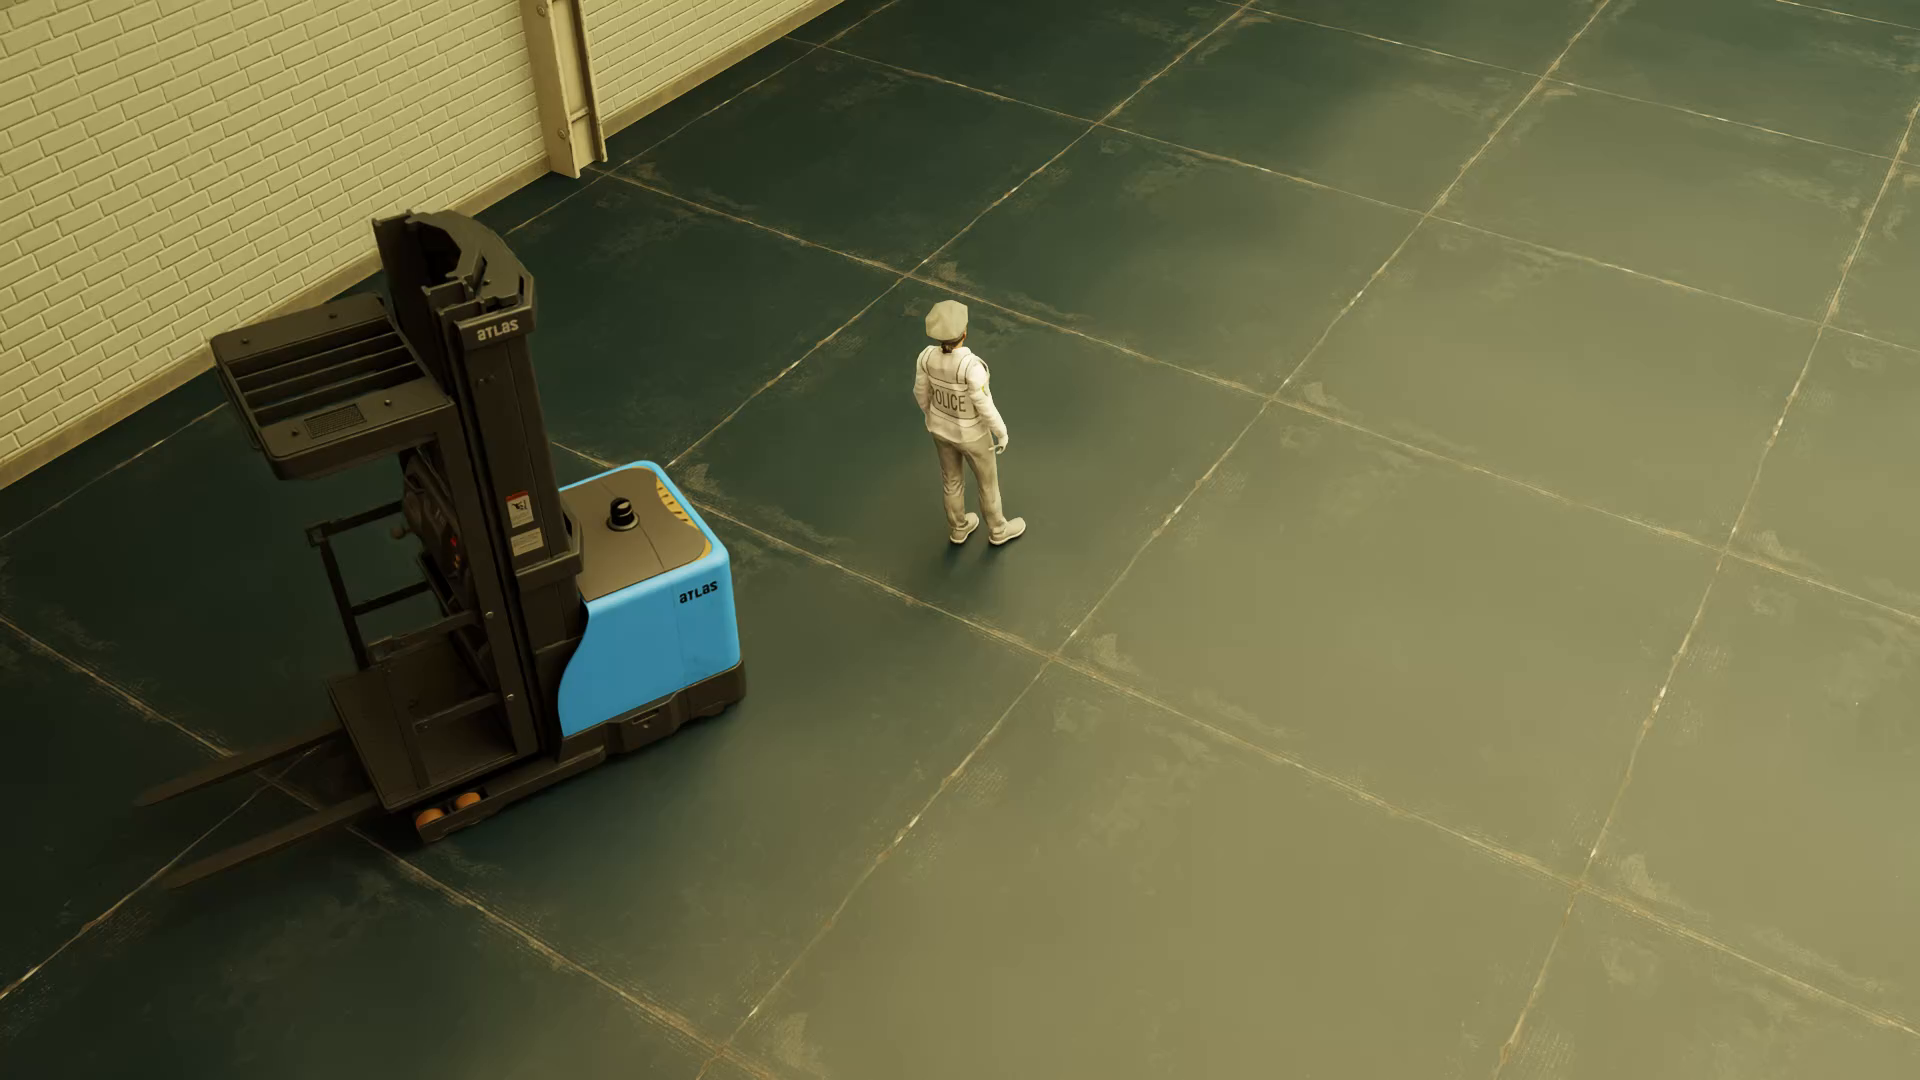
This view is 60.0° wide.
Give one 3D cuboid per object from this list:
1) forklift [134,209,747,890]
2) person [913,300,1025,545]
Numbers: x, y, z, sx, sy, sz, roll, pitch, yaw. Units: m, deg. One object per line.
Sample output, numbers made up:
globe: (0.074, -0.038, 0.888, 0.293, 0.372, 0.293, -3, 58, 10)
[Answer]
forklift: (-2.693, 0.014, 7.950, 3.031, 2.935, 1.130, -22, 45, -24)
person: (0.041, -0.686, 9.722, 0.588, 1.696, 0.533, 22, 45, 24)
